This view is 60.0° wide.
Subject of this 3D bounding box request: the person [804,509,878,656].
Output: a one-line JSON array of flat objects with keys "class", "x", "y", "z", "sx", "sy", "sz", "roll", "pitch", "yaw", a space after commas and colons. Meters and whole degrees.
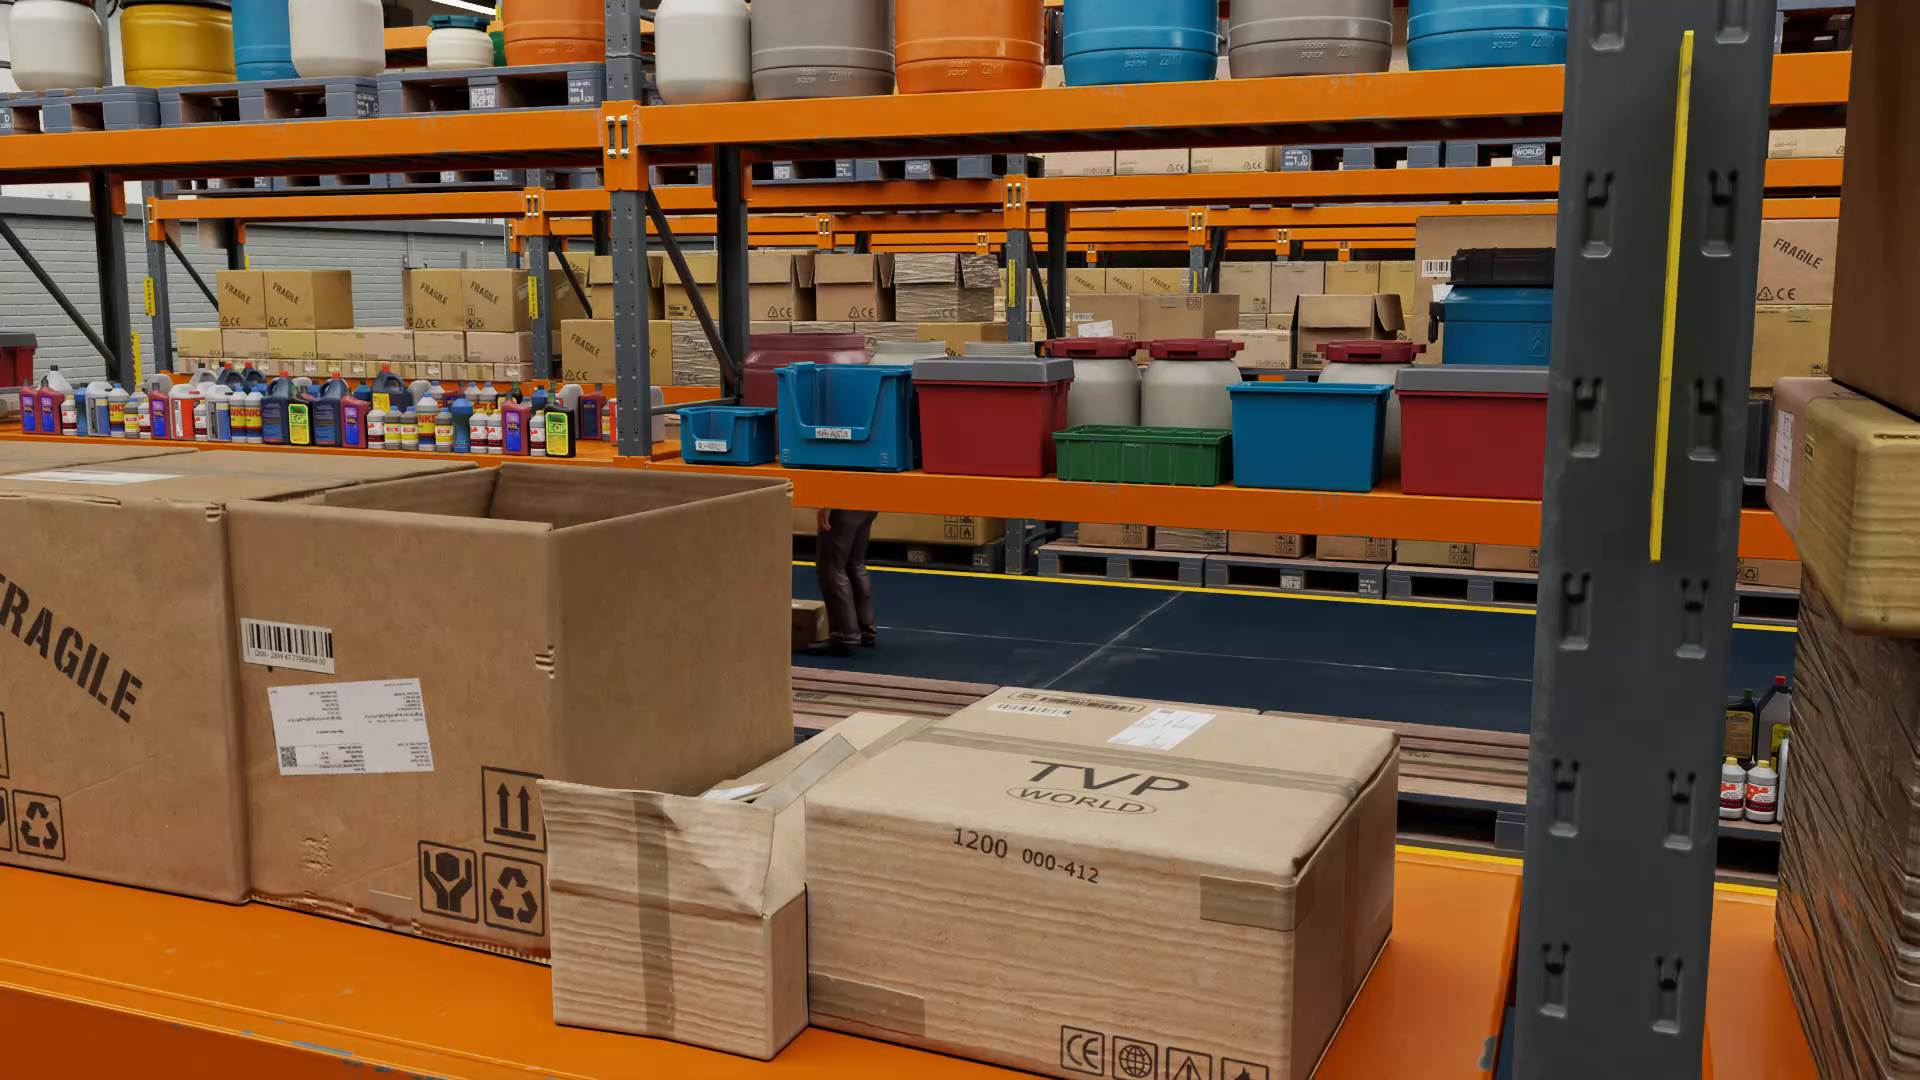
[{"class": "person", "x": -0.636, "y": -0.218, "z": 9.371, "sx": 0.427, "sy": 1.719, "sz": 0.584, "roll": 3, "pitch": 9, "yaw": 18}]
